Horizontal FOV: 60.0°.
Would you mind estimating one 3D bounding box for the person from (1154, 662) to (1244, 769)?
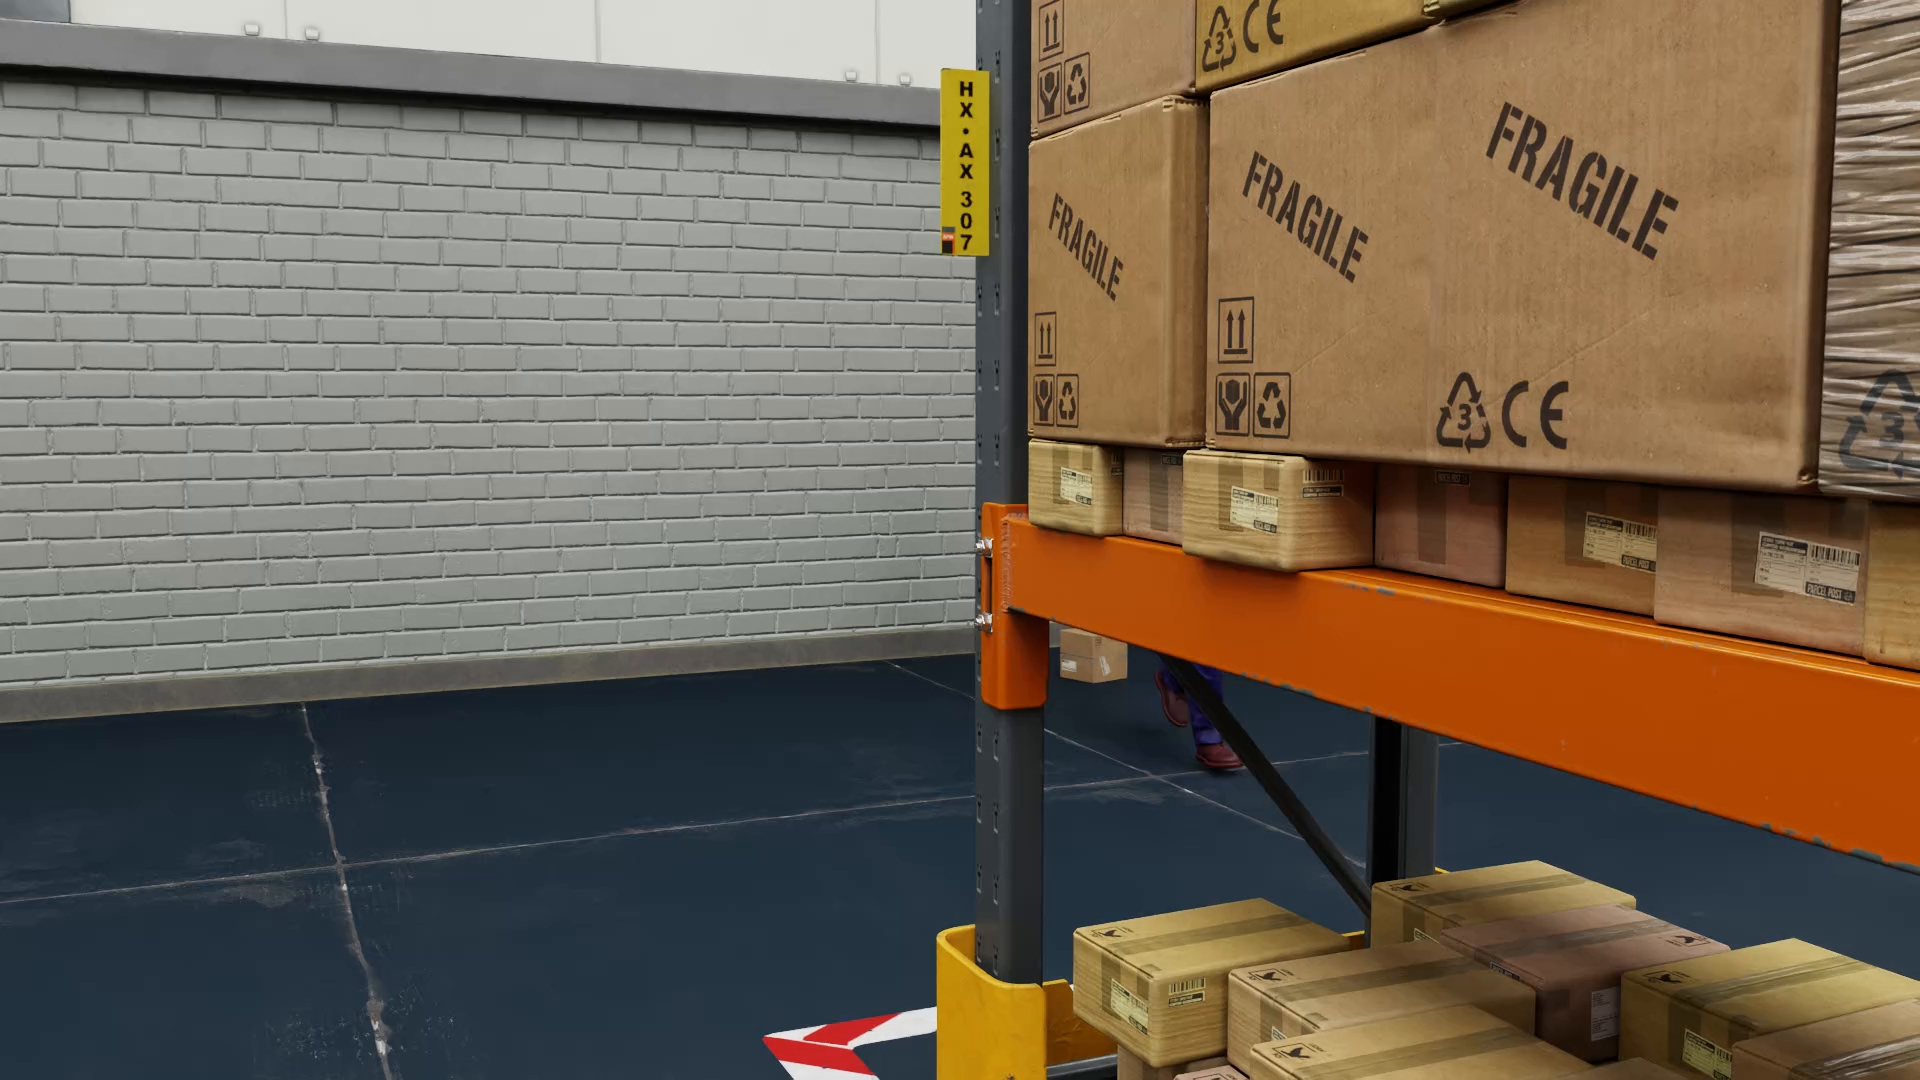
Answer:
[{"bbox_3d":[0.978,0.073,6.810,0.492,1.593,0.837,-2,6,-23],"label":"person"}]
